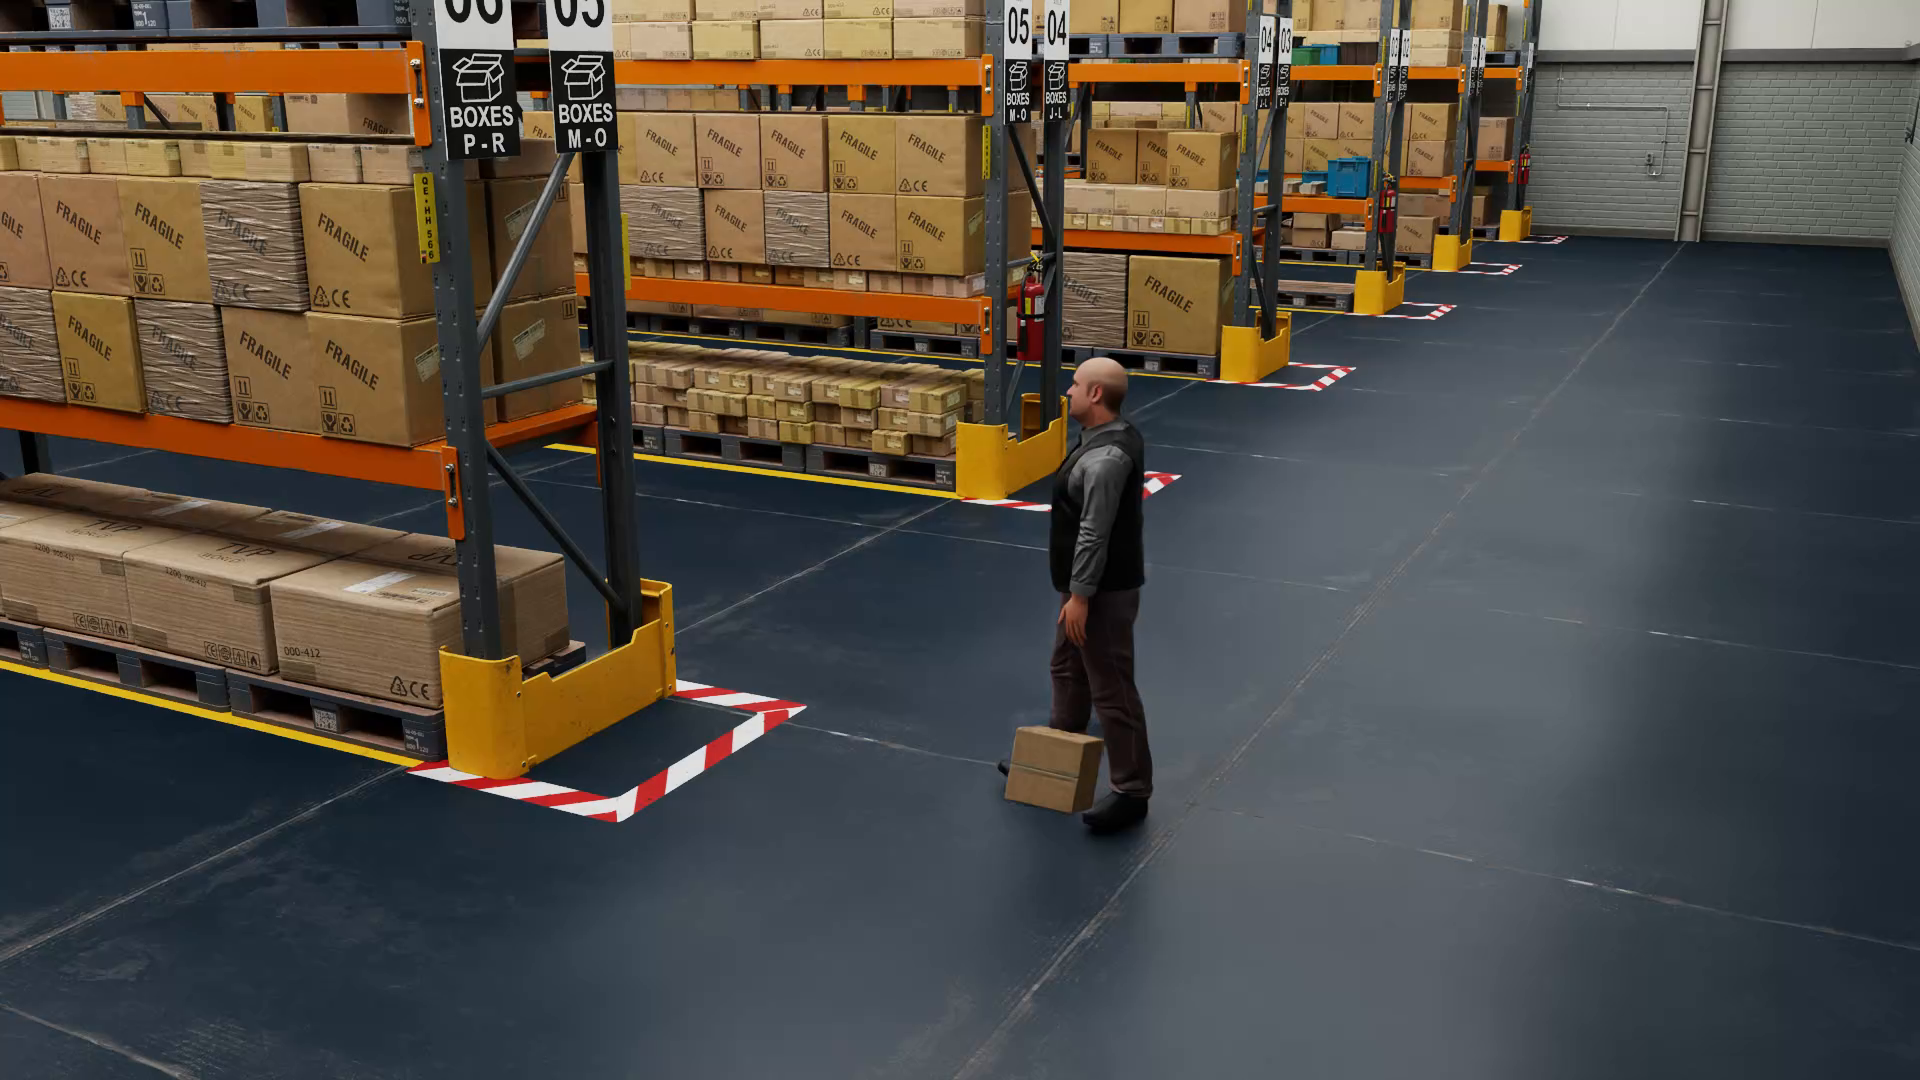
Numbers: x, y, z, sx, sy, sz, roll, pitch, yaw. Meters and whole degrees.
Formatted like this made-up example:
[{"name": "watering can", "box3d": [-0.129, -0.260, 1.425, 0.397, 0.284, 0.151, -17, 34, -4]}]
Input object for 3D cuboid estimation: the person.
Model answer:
[{"name": "person", "box3d": [0.441, 0.165, 6.216, 0.611, 1.718, 0.669, 2, 16, 5]}]
